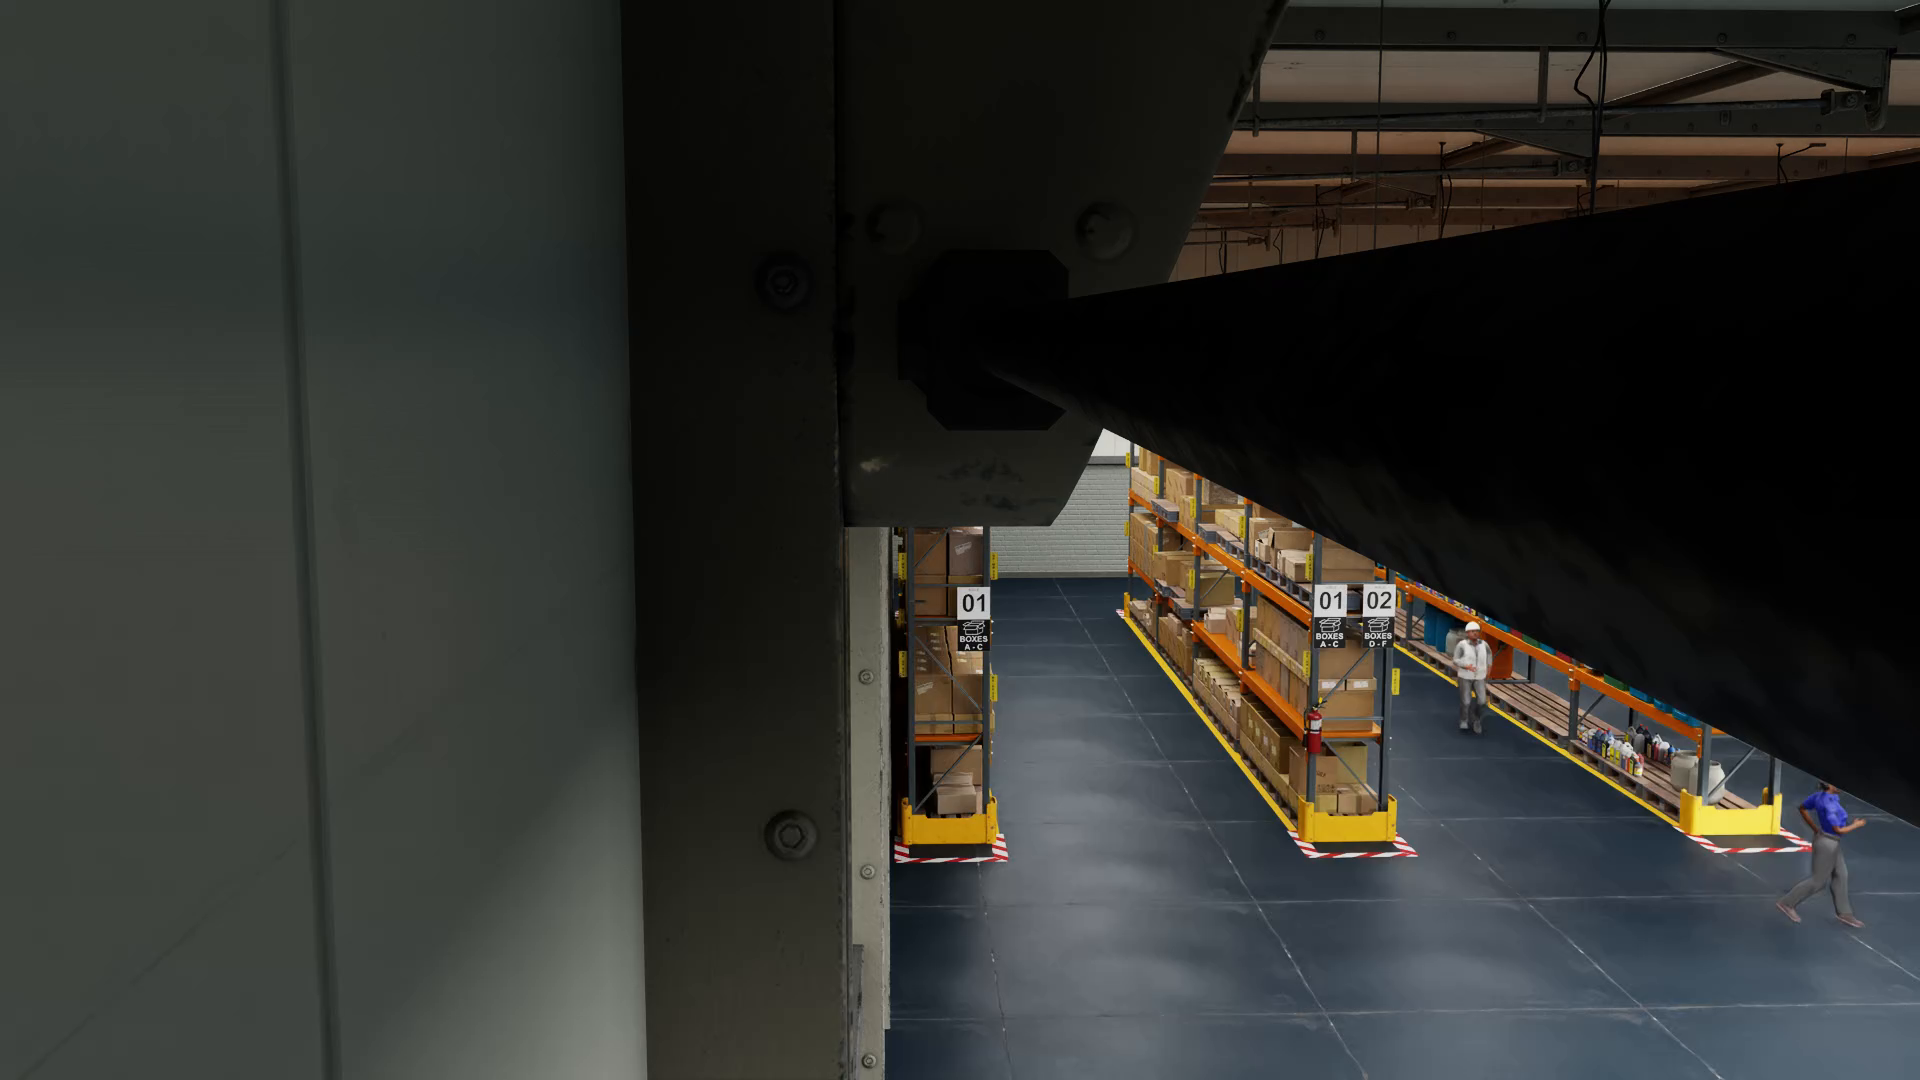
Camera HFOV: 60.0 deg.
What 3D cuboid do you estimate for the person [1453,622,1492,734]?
[{"bbox_3d":[7.994,2.157,25.881,0.674,1.788,0.686,0,7,1],"label":"person"}]

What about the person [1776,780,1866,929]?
[{"bbox_3d":[9.120,3.268,17.536,0.887,1.666,0.577,2,8,18],"label":"person"}]
